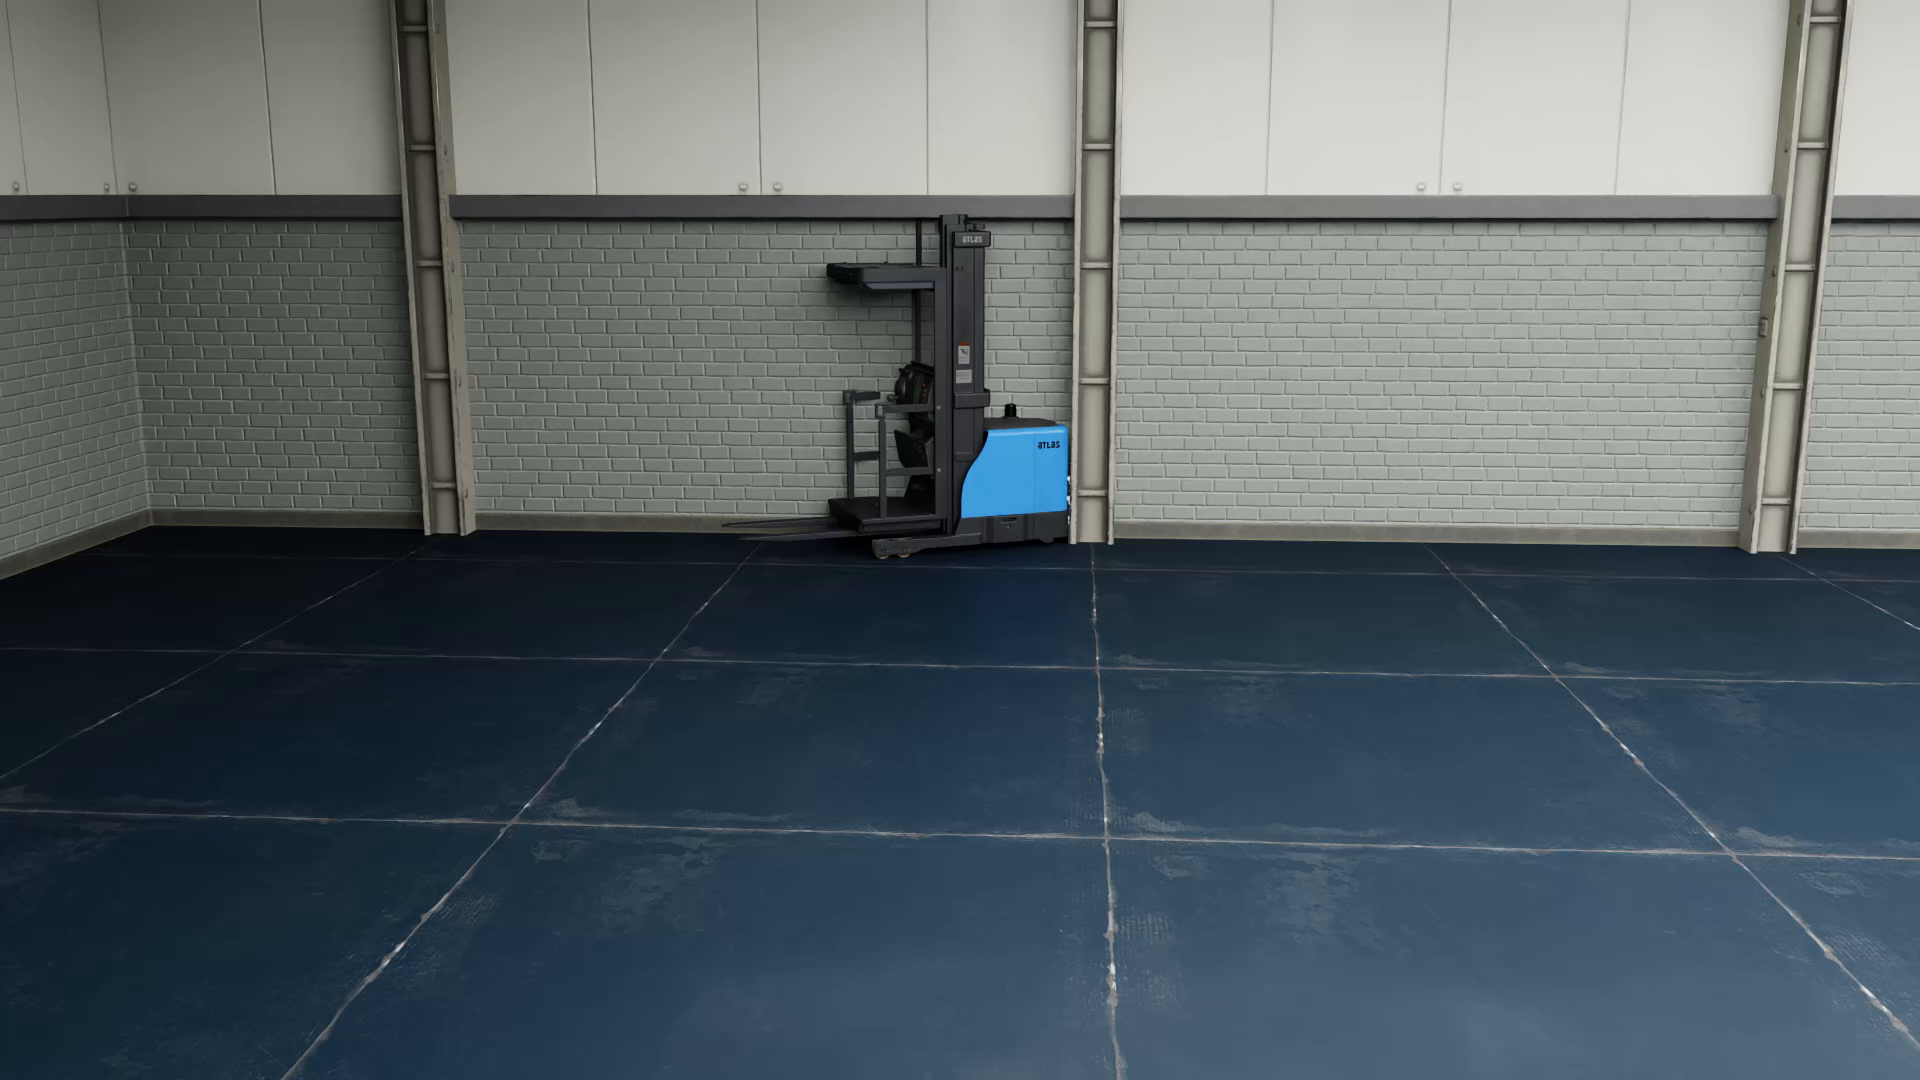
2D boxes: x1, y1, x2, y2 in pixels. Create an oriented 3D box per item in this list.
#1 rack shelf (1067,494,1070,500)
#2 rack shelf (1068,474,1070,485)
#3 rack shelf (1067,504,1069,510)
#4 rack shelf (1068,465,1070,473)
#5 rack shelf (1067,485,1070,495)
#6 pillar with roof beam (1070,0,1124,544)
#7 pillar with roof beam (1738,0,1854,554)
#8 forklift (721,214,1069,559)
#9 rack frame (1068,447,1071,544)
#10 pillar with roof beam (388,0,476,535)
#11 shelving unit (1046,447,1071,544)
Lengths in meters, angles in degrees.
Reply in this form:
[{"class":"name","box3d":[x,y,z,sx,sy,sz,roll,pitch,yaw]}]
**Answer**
[{"class":"rack shelf","box3d":[0.897,-0.374,15.153,0.200,0.077,0.258,1,6,3]},{"class":"rack shelf","box3d":[0.900,-0.553,15.133,0.200,0.077,0.258,1,6,3]},{"class":"rack shelf","box3d":[0.896,-0.284,15.163,0.200,0.077,0.258,1,6,3]},{"class":"rack shelf","box3d":[0.901,-0.642,15.124,0.200,0.077,0.258,1,6,3]},{"class":"rack shelf","box3d":[0.898,-0.463,15.143,0.200,0.077,0.258,1,6,3]},{"class":"pillar with roof beam","box3d":[0.916,-3.520,10.097,0.400,9.000,9.100,1,12,4]},{"class":"pillar with roof beam","box3d":[6.903,-3.437,9.705,0.400,9.000,9.100,1,12,4]},{"class":"forklift","box3d":[-0.588,-1.391,14.741,3.031,2.935,1.130,-4,13,-20]},{"class":"rack frame","box3d":[0.999,-0.405,15.144,0.006,0.900,0.240,1,6,3]},{"class":"pillar with roof beam","box3d":[-5.070,-3.602,10.490,0.400,9.000,9.100,1,12,4]},{"class":"shelving unit","box3d":[0.897,-0.407,15.150,0.210,0.900,0.258,1,6,3]}]
